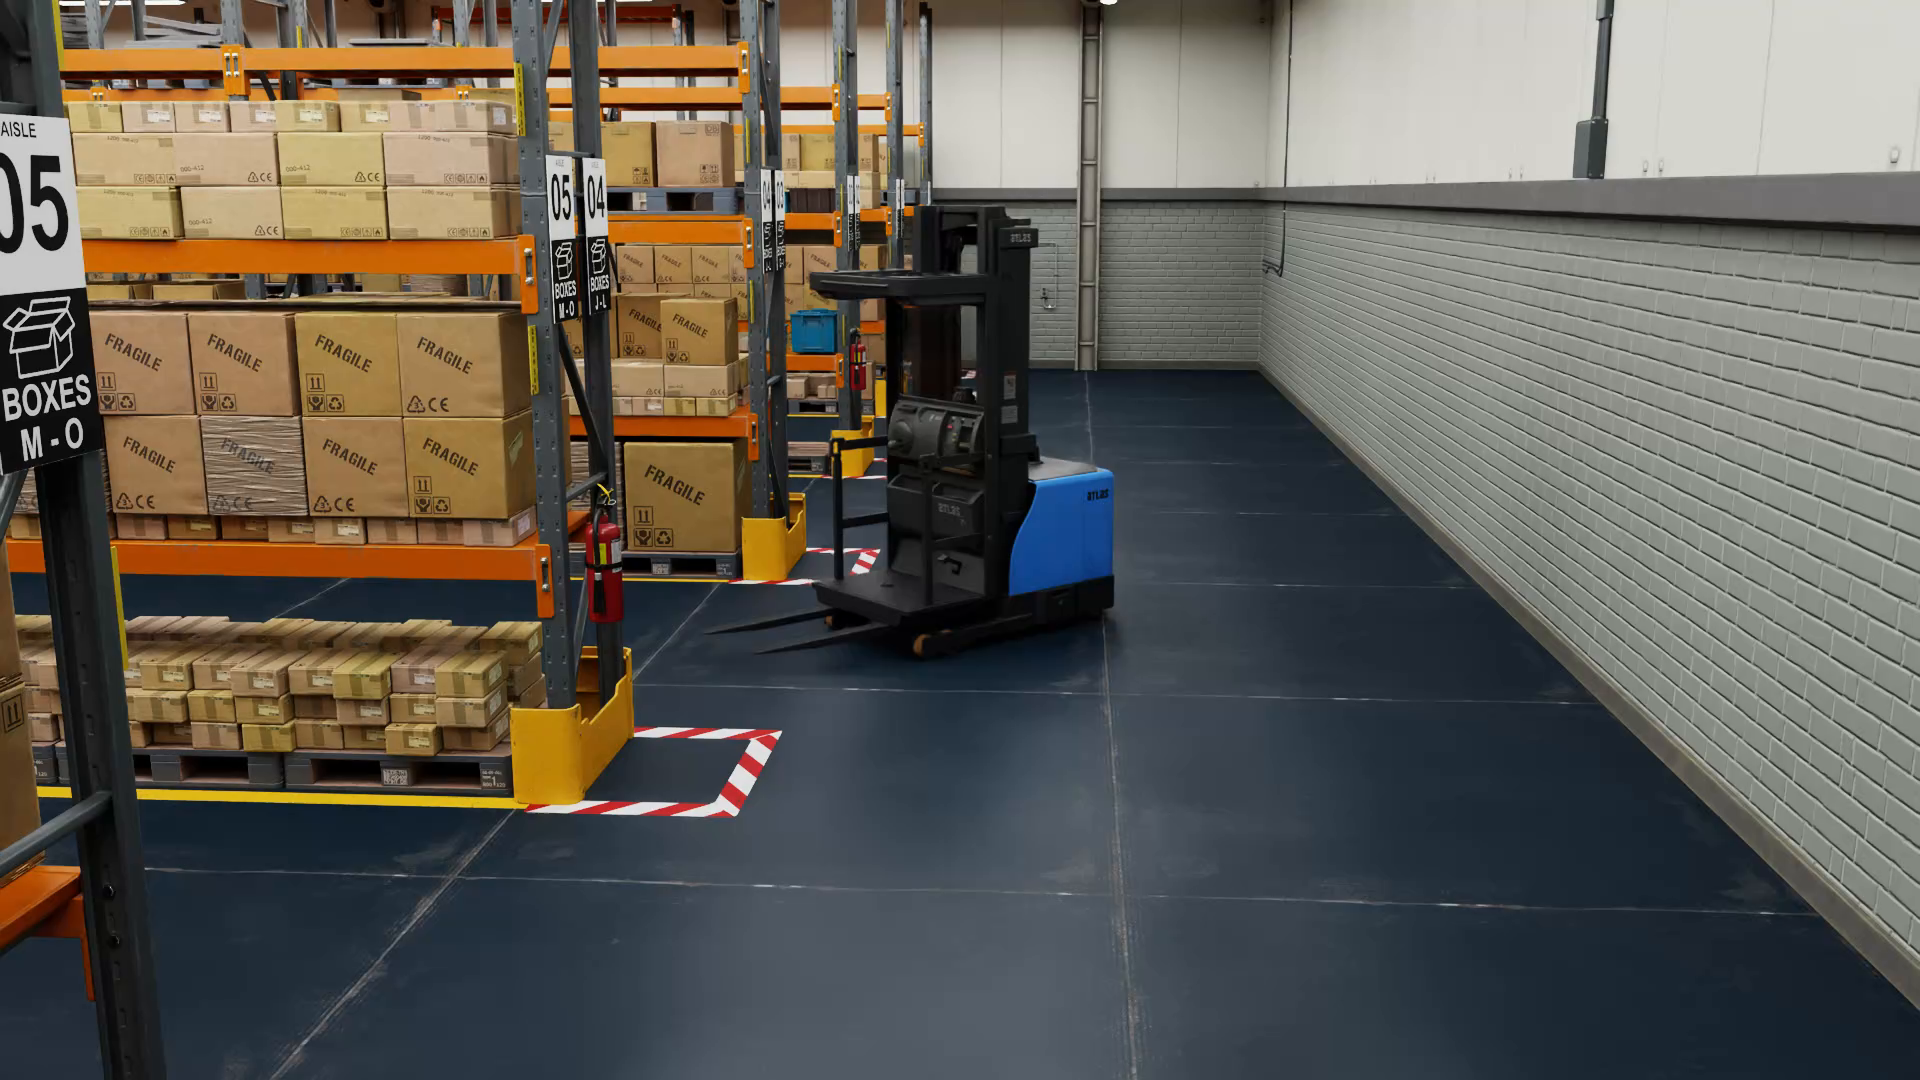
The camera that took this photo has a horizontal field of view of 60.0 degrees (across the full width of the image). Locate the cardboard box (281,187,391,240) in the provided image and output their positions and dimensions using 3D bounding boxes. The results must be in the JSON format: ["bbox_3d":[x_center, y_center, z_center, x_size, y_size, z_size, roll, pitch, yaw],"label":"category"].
[{"bbox_3d":[-2.963,-1.604,8.151,0.500,0.250,0.500,1,12,4],"label":"cardboard box"}]

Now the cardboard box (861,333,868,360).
[{"bbox_3d":[-1.761,-3.277,28.189,0.500,0.500,0.700,1,12,4],"label":"cardboard box"}]

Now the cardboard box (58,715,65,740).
[{"bbox_3d":[-4.587,0.940,8.883,0.250,0.149,0.380,0,12,1],"label":"cardboard box"}]

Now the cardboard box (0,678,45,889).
[{"bbox_3d":[-2.672,0.647,4.105,0.500,0.500,0.500,1,12,3],"label":"cardboard box"}]

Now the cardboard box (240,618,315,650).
[{"bbox_3d":[-3.797,0.557,9.266,0.250,0.149,0.380,1,12,5],"label":"cardboard box"}]

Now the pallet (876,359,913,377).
[{"bbox_3d":[-1.360,-2.929,28.256,1.213,0.211,1.003,1,12,4],"label":"pallet"}]

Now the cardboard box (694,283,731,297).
[{"bbox_3d":[-3.375,-3.315,23.043,0.500,0.500,0.500,1,12,3],"label":"cardboard box"}]

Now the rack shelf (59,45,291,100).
[{"bbox_3d":[-7.537,-3.734,13.375,4.000,0.370,1.077,1,12,4],"label":"rack shelf"}]

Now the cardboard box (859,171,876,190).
[{"bbox_3d":[-1.414,-4.882,22.598,0.500,0.250,0.500,1,12,4],"label":"cardboard box"}]

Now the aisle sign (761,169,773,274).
[{"bbox_3d":[-1.498,-2.474,12.918,0.004,0.787,0.394,1,12,4],"label":"aisle sign"}]

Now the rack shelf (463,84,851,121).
[{"bbox_3d":[-3.215,-4.691,17.951,4.000,0.370,1.077,1,12,4],"label":"rack shelf"}]

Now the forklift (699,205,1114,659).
[{"bbox_3d":[-0.330,-0.766,11.272,3.031,2.935,1.130,-10,15,-39],"label":"forklift"}]

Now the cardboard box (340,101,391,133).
[{"bbox_3d":[-2.829,-2.058,8.124,0.250,0.149,0.380,0,12,2],"label":"cardboard box"}]

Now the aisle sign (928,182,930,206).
[{"bbox_3d":[-0.505,-5.509,27.431,0.004,0.787,0.394,1,12,4],"label":"aisle sign"}]

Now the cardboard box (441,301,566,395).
[{"bbox_3d":[-2.413,-0.996,8.790,0.500,0.500,0.500,1,12,3],"label":"cardboard box"}]

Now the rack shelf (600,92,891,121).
[{"bbox_3d":[-2.880,-5.897,22.747,4.000,0.370,1.077,1,12,4],"label":"rack shelf"}]

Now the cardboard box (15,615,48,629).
[{"bbox_3d":[-5.343,0.539,9.347,0.250,0.149,0.380,1,12,4],"label":"cardboard box"}]

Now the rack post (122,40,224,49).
[{"bbox_3d":[-8.476,-5.283,18.229,0.937,0.300,0.954,1,12,4],"label":"rack post"}]

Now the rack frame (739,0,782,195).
[{"bbox_3d":[-1.550,-4.200,12.868,0.127,3.000,1.000,1,12,4],"label":"rack frame"}]

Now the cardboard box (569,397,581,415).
[{"bbox_3d":[-2.947,-1.092,13.275,0.250,0.149,0.380,1,12,2],"label":"cardboard box"}]

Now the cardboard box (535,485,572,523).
[{"bbox_3d":[-2.284,-0.200,9.012,0.250,0.149,0.380,1,12,3],"label":"cardboard box"}]

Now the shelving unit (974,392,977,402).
[{"bbox_3d":[-0.007,-0.734,14.615,0.755,1.500,0.431,1,12,4],"label":"shelving unit"}]

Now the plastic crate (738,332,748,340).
[{"bbox_3d":[-2.435,-2.277,18.824,0.298,0.136,0.250,1,12,4],"label":"plastic crate"}]

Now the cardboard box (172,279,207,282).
[{"bbox_3d":[-11.067,-3.472,23.798,0.500,0.500,0.500,1,12,4],"label":"cardboard box"}]

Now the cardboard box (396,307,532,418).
[{"bbox_3d":[-2.456,-0.891,8.289,0.500,0.500,0.500,1,12,3],"label":"cardboard box"}]

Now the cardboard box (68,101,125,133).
[{"bbox_3d":[-4.129,-2.059,8.130,0.250,0.149,0.380,0,12,2],"label":"cardboard box"}]

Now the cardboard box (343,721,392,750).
[{"bbox_3d":[-3.043,0.970,8.744,0.250,0.149,0.380,1,12,3],"label":"cardboard box"}]

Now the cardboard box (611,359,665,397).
[{"bbox_3d":[-2.557,-1.295,13.273,0.500,0.250,0.500,1,12,3],"label":"cardboard box"}]

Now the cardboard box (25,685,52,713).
[{"bbox_3d":[-4.860,0.794,8.858,0.250,0.149,0.380,0,12,1],"label":"cardboard box"}]

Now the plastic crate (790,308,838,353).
[{"bbox_3d":[-1.566,-2.288,18.149,0.499,0.435,0.616,1,12,4],"label":"plastic crate"}]

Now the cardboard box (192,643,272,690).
[{"bbox_3d":[-3.823,0.664,8.753,0.250,0.149,0.380,0,12,2],"label":"cardboard box"}]

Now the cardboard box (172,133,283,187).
[{"bbox_3d":[-3.480,-1.860,8.152,0.500,0.250,0.500,1,12,5],"label":"cardboard box"}]

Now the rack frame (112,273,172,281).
[{"bbox_3d":[-9.201,-2.385,18.843,0.127,3.000,1.000,1,12,4],"label":"rack frame"}]

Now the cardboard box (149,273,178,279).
[{"bbox_3d":[-13.521,-4.716,28.472,0.500,0.500,0.500,1,12,3],"label":"cardboard box"}]

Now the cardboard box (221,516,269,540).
[{"bbox_3d":[-3.606,-0.111,8.586,0.250,0.149,0.380,0,12,1],"label":"cardboard box"}]

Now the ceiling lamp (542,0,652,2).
[{"bbox_3d":[-5.551,-8.099,24.927,1.941,0.041,0.237,1,12,4],"label":"ceiling lamp"}]

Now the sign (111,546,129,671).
[{"bbox_3d":[-2.169,0.185,4.249,0.005,0.325,0.100,1,12,4],"label":"sign"}]

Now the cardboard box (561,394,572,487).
[{"bbox_3d":[-2.412,-0.509,8.903,0.500,0.500,0.500,1,12,6],"label":"cardboard box"}]

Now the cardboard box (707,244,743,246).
[{"bbox_3d":[-3.339,-3.913,23.461,0.500,0.500,0.500,1,12,4],"label":"cardboard box"}]

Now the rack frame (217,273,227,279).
[{"bbox_3d":[-12.530,-4.463,28.780,0.127,3.000,1.000,1,12,4],"label":"rack frame"}]

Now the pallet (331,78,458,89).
[{"bbox_3d":[-6.038,-4.983,18.051,1.213,0.211,1.003,1,12,4],"label":"pallet"}]

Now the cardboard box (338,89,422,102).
[{"bbox_3d":[-4.603,-3.443,13.229,0.500,0.250,0.500,0,12,0],"label":"cardboard box"}]

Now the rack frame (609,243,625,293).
[{"bbox_3d":[-4.875,-3.342,23.418,0.127,3.000,1.000,1,12,4],"label":"rack frame"}]

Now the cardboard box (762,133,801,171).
[{"bbox_3d":[-2.397,-5.307,22.798,0.500,0.500,0.700,1,12,4],"label":"cardboard box"}]

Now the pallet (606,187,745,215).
[{"bbox_3d":[-2.291,-2.696,13.222,1.213,0.211,1.003,1,12,4],"label":"pallet"}]

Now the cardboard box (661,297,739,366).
[{"bbox_3d":[-2.054,-1.656,13.165,0.500,0.500,0.500,1,12,4],"label":"cardboard box"}]

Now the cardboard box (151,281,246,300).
[{"bbox_3d":[-6.179,-1.865,13.665,0.637,0.503,0.797,0,12,2],"label":"cardboard box"}]

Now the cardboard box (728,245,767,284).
[{"bbox_3d":[-2.881,-3.795,22.900,0.500,0.500,0.500,1,12,6],"label":"cardboard box"}]

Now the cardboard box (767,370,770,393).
[{"bbox_3d":[-3.001,-2.311,23.511,0.637,0.503,0.797,1,12,4],"label":"cardboard box"}]

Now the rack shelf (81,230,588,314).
[{"bbox_3d":[-3.978,-1.395,8.542,4.000,0.370,1.077,1,12,4],"label":"rack shelf"}]

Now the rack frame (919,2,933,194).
[{"bbox_3d":[-0.557,-7.236,27.381,0.127,3.000,1.000,1,12,4],"label":"rack frame"}]

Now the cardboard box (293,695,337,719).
[{"bbox_3d":[-3.308,0.812,8.769,0.250,0.149,0.380,1,12,3],"label":"cardboard box"}]

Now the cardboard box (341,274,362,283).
[{"bbox_3d":[-10.253,-4.690,28.544,0.500,0.500,0.700,1,12,4],"label":"cardboard box"}]

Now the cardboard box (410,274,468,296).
[{"bbox_3d":[-7.331,-3.614,23.449,0.500,0.500,0.700,3,12,14],"label":"cardboard box"}]
